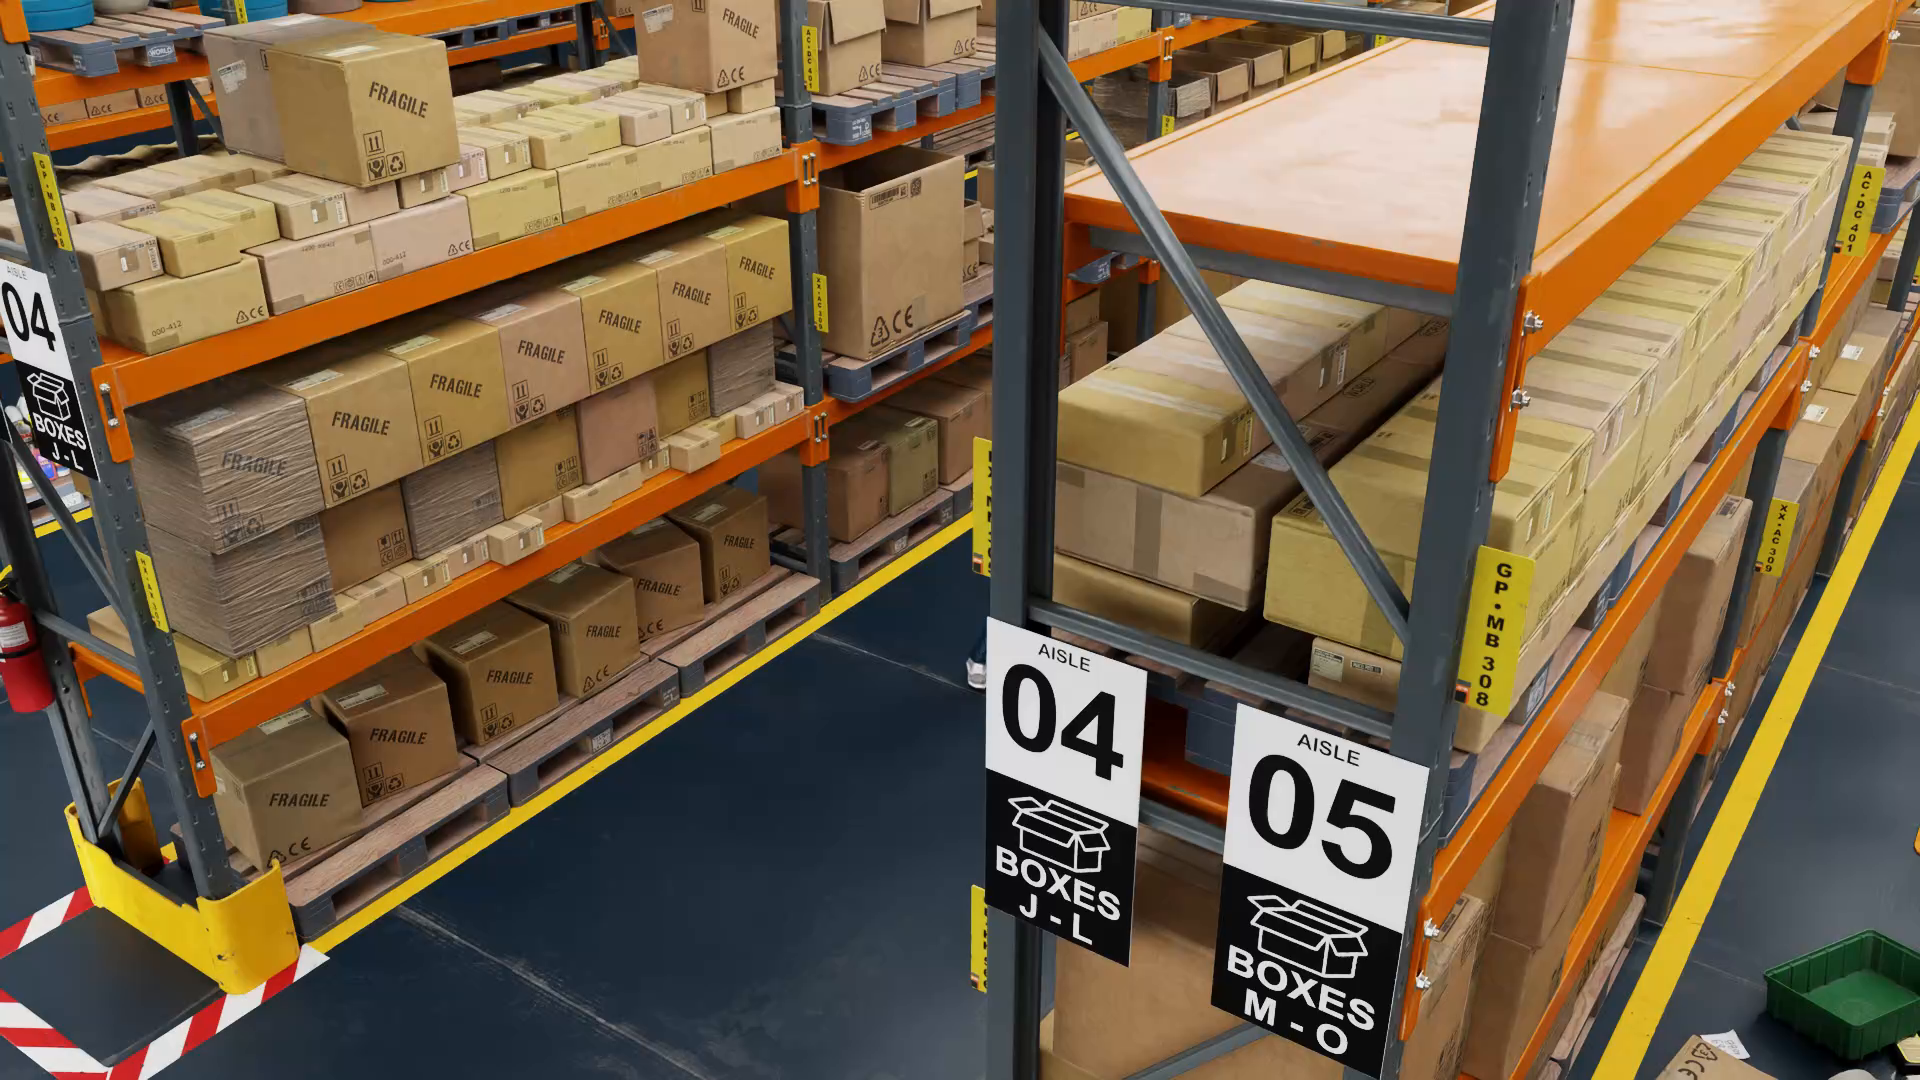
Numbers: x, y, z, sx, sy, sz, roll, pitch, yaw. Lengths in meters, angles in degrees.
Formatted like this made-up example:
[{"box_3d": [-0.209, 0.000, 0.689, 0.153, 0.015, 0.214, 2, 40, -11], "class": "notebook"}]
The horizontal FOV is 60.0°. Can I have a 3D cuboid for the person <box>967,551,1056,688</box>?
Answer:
[{"box_3d": [0.444, 0.144, 8.885, 0.845, 1.546, 0.551, 23, 35, 37], "class": "person"}]
